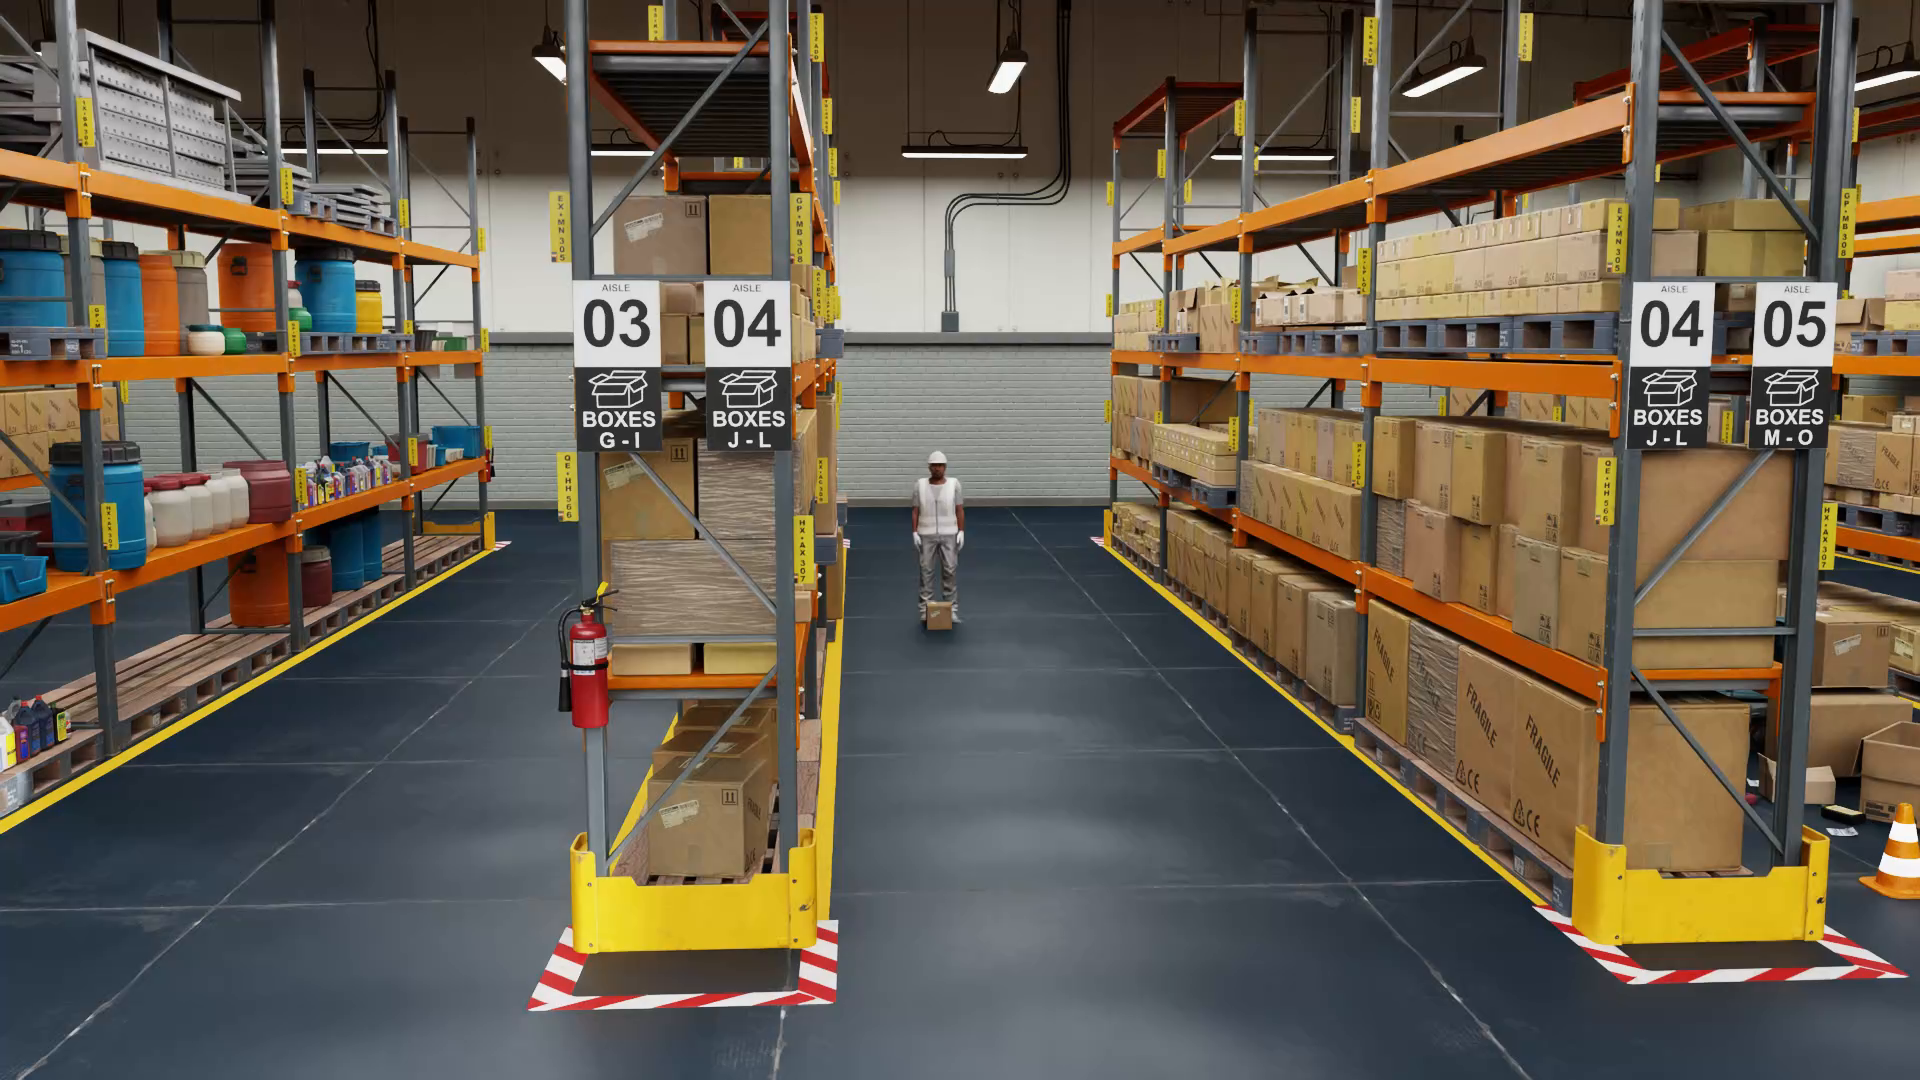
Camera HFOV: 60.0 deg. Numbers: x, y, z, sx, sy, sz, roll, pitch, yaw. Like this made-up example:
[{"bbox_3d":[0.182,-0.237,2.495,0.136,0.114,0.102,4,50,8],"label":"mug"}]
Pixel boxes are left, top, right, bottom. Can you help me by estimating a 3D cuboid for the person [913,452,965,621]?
[{"bbox_3d":[-0.221,-0.036,17.487,0.545,1.774,0.360,0,7,-1],"label":"person"}]
